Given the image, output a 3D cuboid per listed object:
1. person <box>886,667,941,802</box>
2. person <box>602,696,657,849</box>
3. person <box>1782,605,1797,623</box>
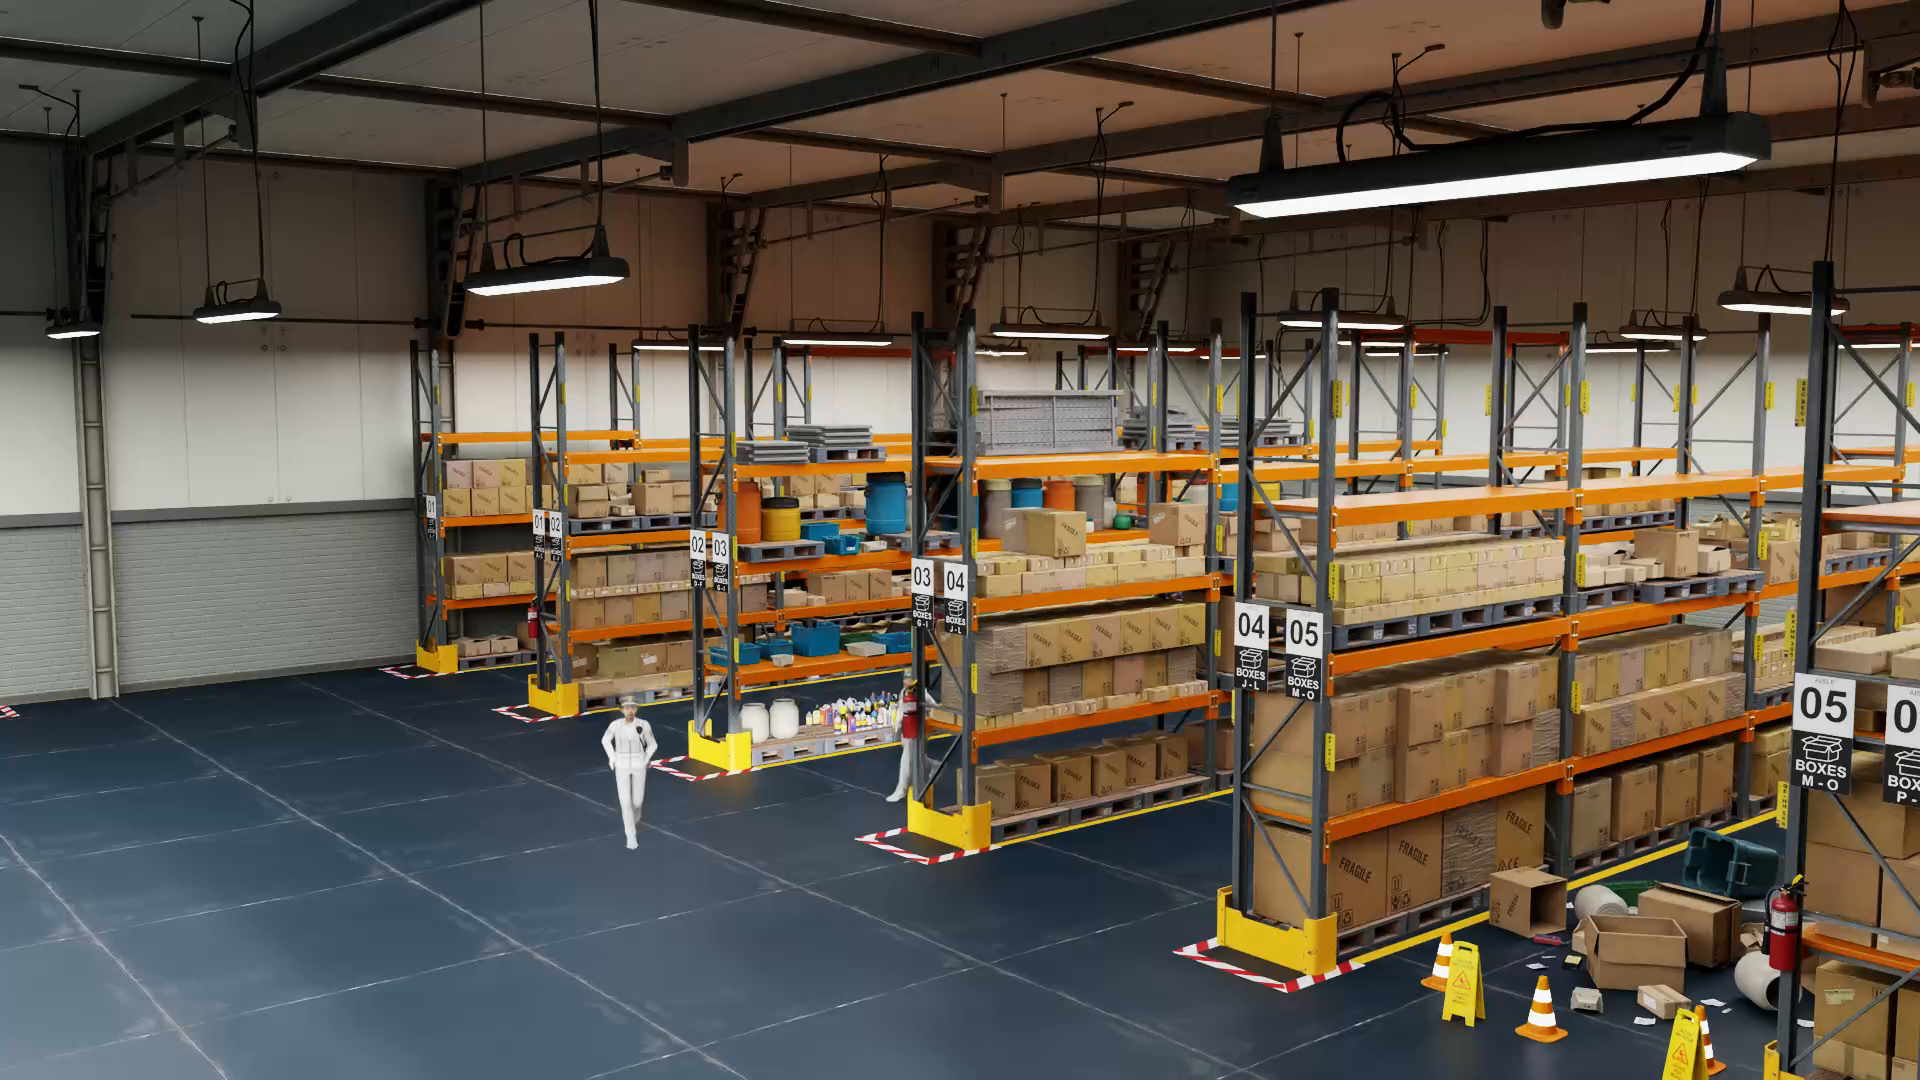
[{"bbox_3d":[-0.549,2.414,20.893,0.841,1.684,0.644,-5,7,-41],"label":"person"},{"bbox_3d":[-3.756,2.592,18.934,0.618,1.694,0.827,-1,5,-12],"label":"person"},{"bbox_3d":[12.885,1.898,25.658,0.949,1.803,0.728,-3,6,-30],"label":"person"}]
